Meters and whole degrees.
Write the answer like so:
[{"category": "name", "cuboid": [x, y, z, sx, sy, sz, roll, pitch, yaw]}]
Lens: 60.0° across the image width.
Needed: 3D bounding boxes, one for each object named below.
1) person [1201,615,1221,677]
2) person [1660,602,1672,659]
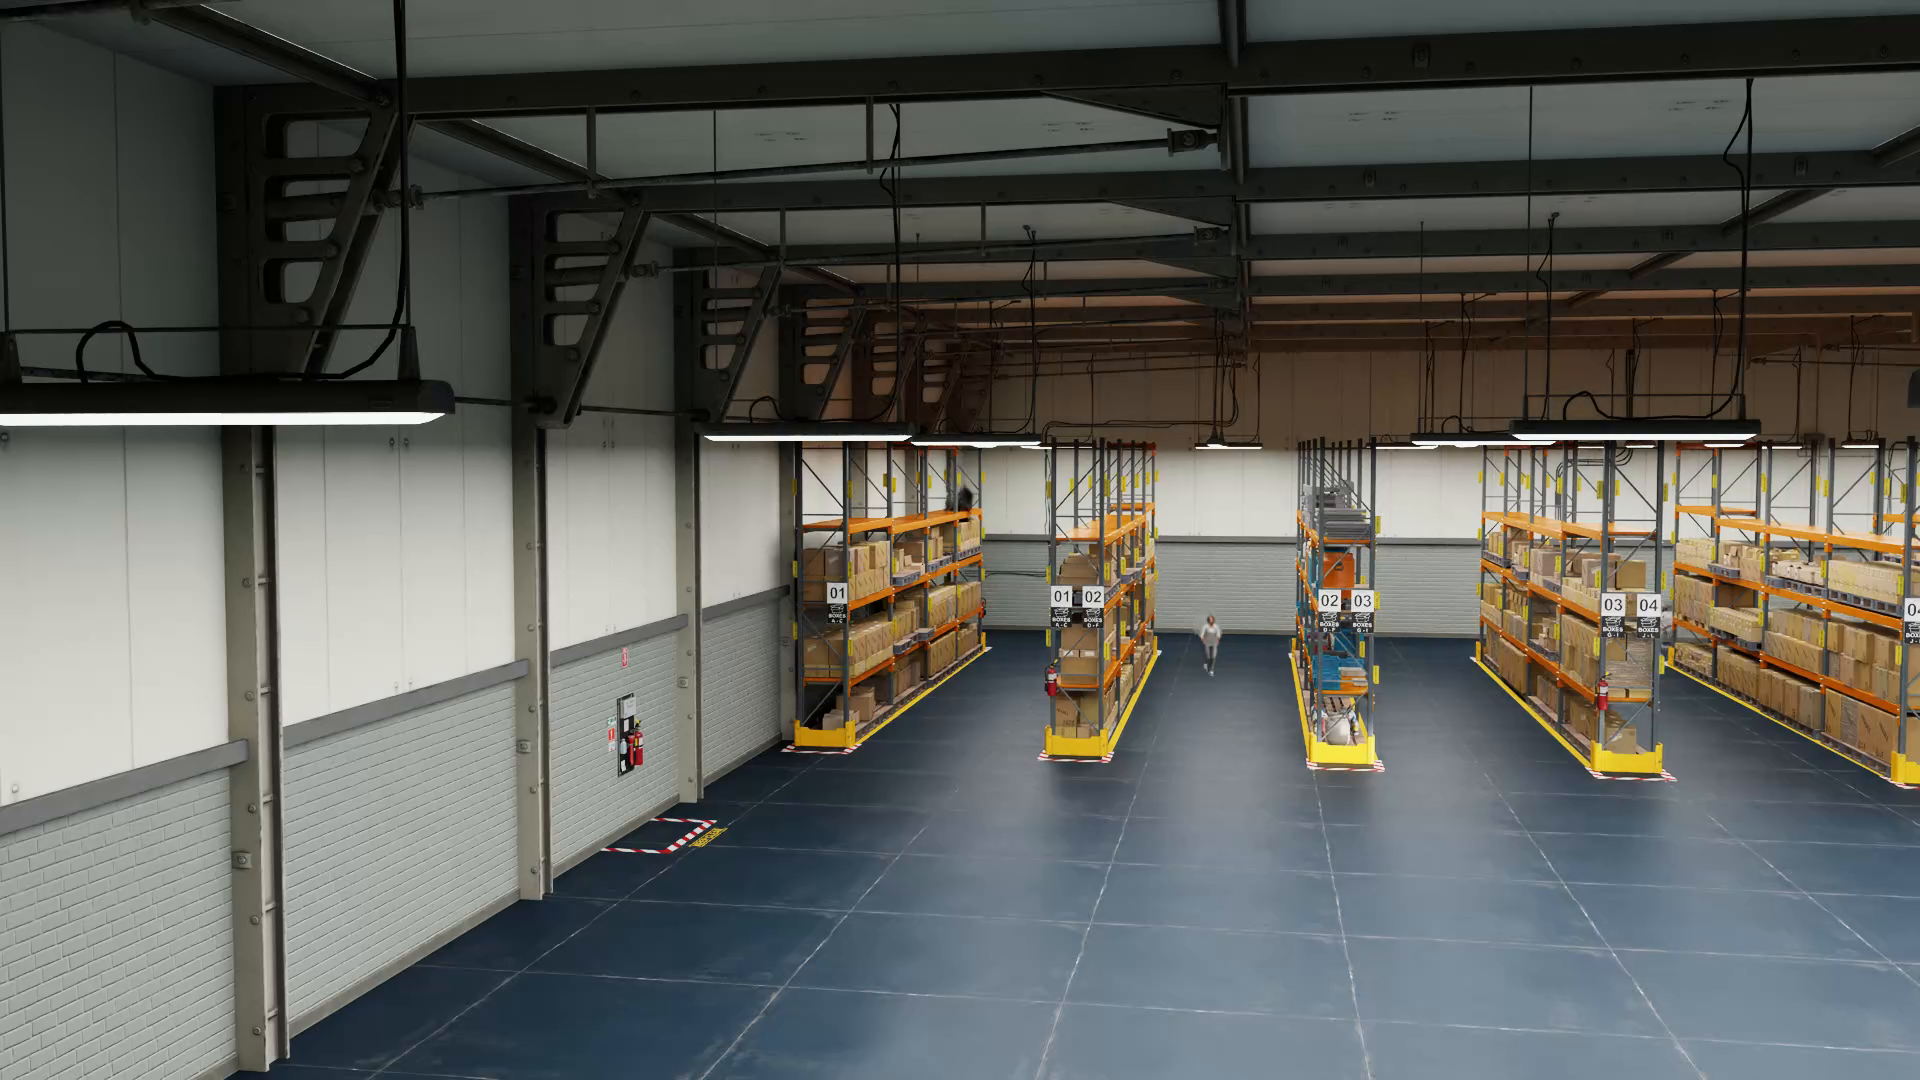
[{"category": "person", "cuboid": [6.423, 2.694, 42.663, 0.524, 1.561, 0.694, 0, 3, -2]}, {"category": "person", "cuboid": [19.216, 2.510, 45.477, 0.592, 1.654, 0.606, -1, 3, -11]}]
